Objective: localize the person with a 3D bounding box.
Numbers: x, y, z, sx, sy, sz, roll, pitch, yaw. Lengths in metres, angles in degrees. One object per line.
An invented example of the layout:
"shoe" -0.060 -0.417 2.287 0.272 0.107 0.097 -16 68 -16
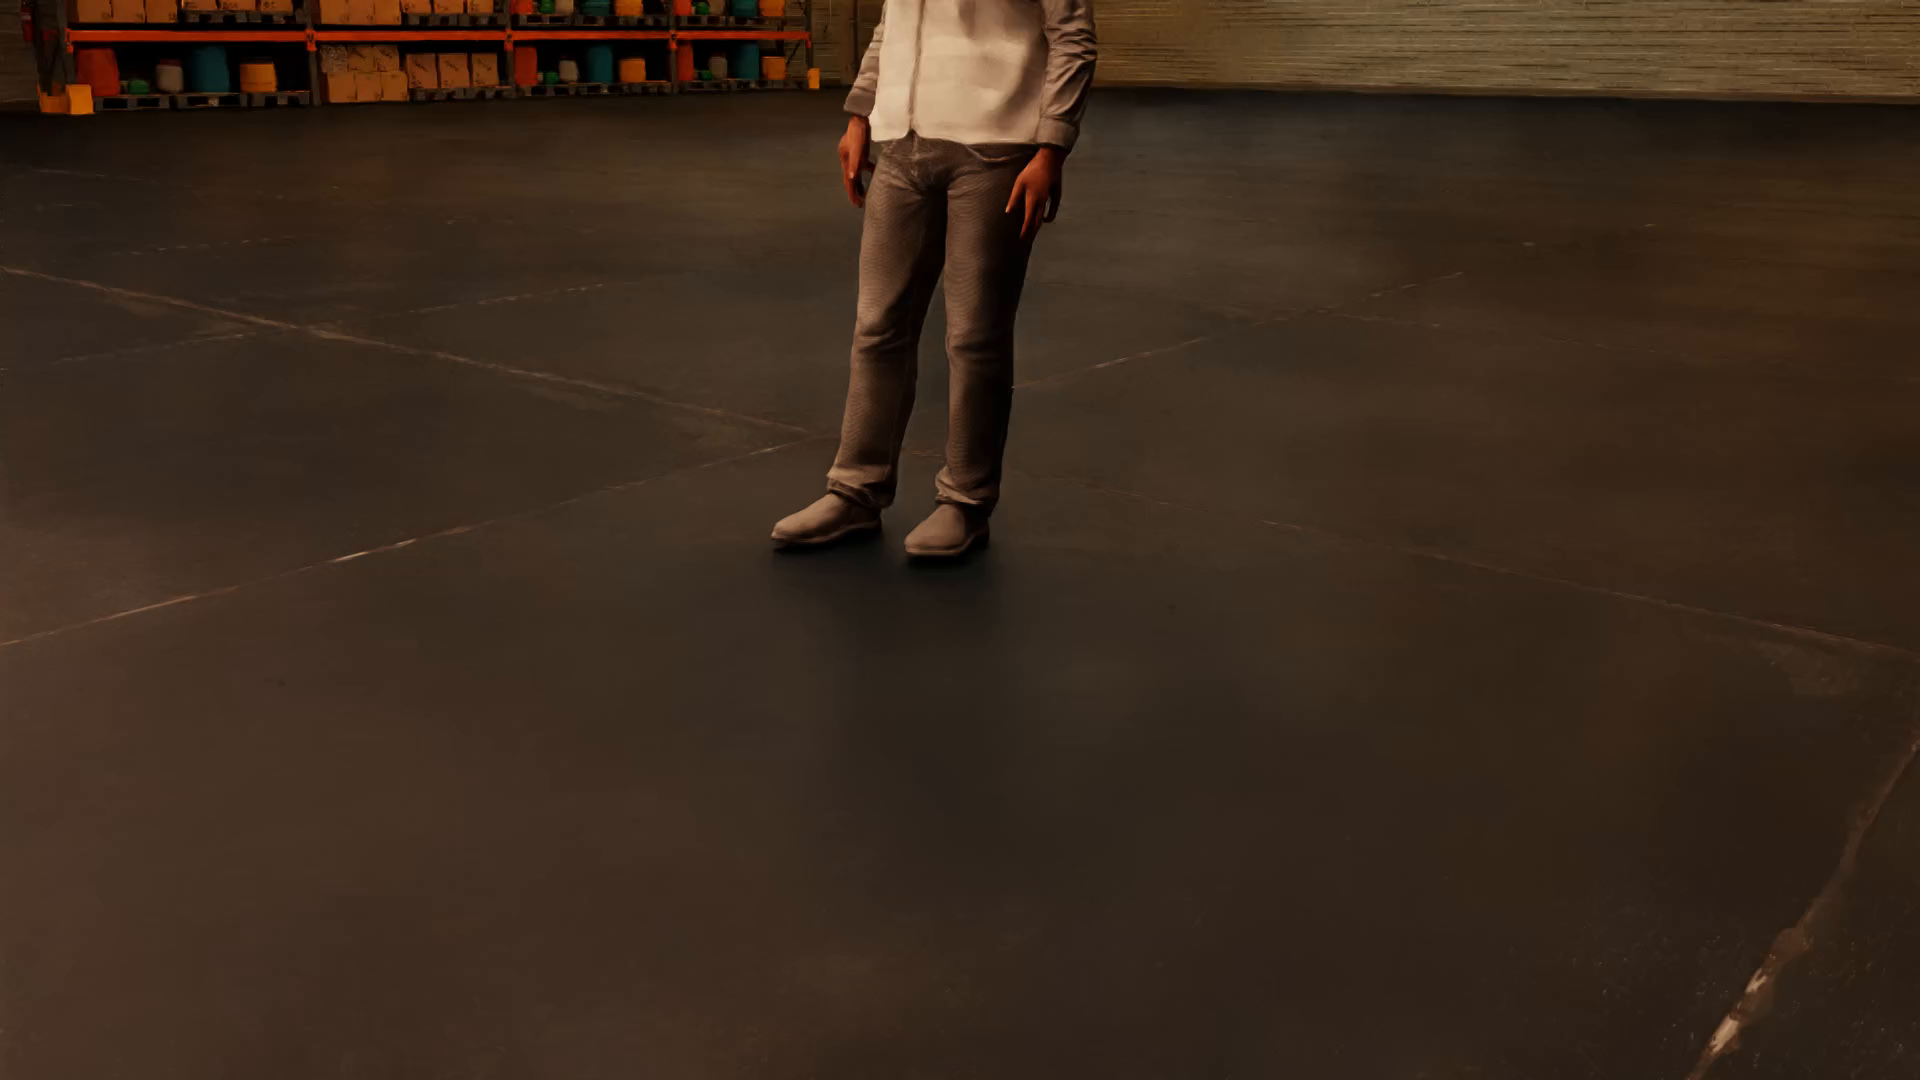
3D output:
"person" -0.046 -0.843 3.641 0.632 1.773 0.567 13 21 37
